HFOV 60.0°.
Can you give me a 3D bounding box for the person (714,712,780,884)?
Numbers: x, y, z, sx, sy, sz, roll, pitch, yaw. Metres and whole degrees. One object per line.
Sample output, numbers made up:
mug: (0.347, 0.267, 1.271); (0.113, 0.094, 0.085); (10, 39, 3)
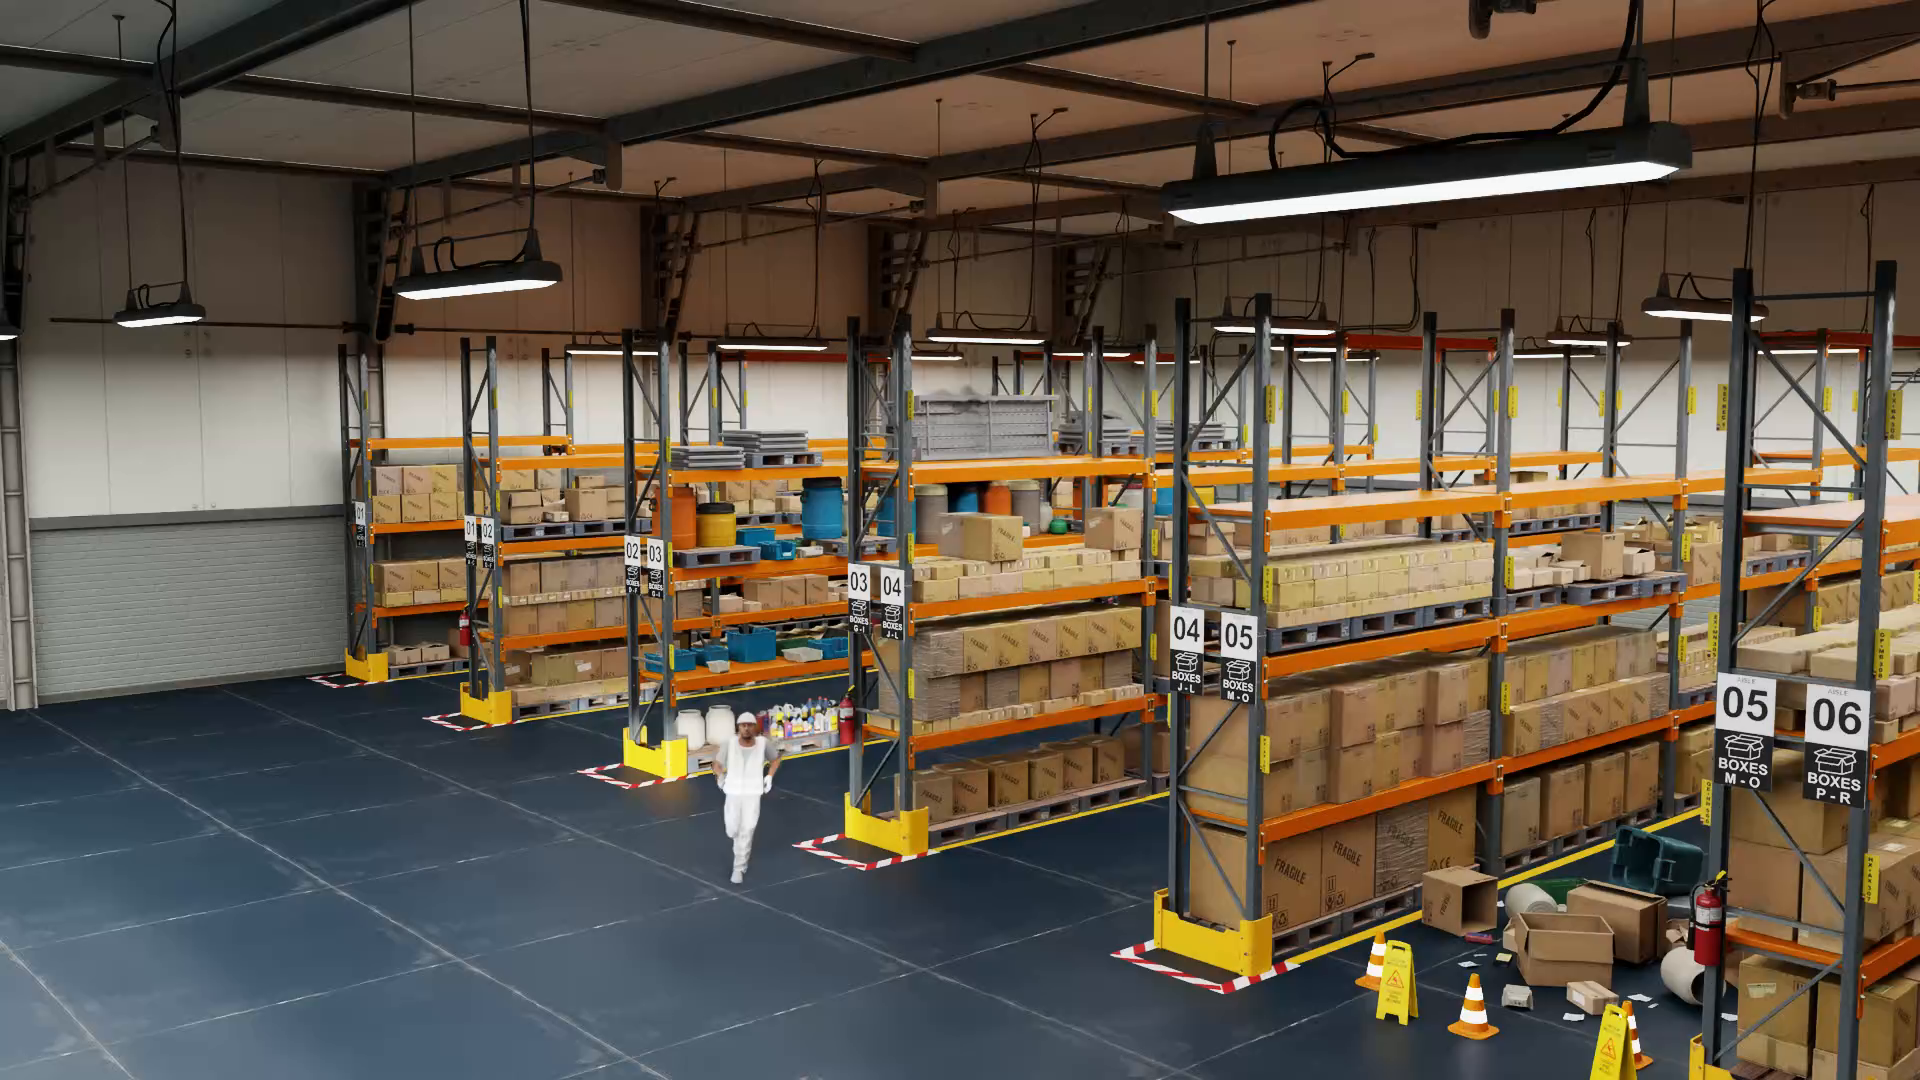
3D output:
person: (-2.284, 2.712, 17.785); (0.690, 1.770, 0.863); (0, 5, -1)
